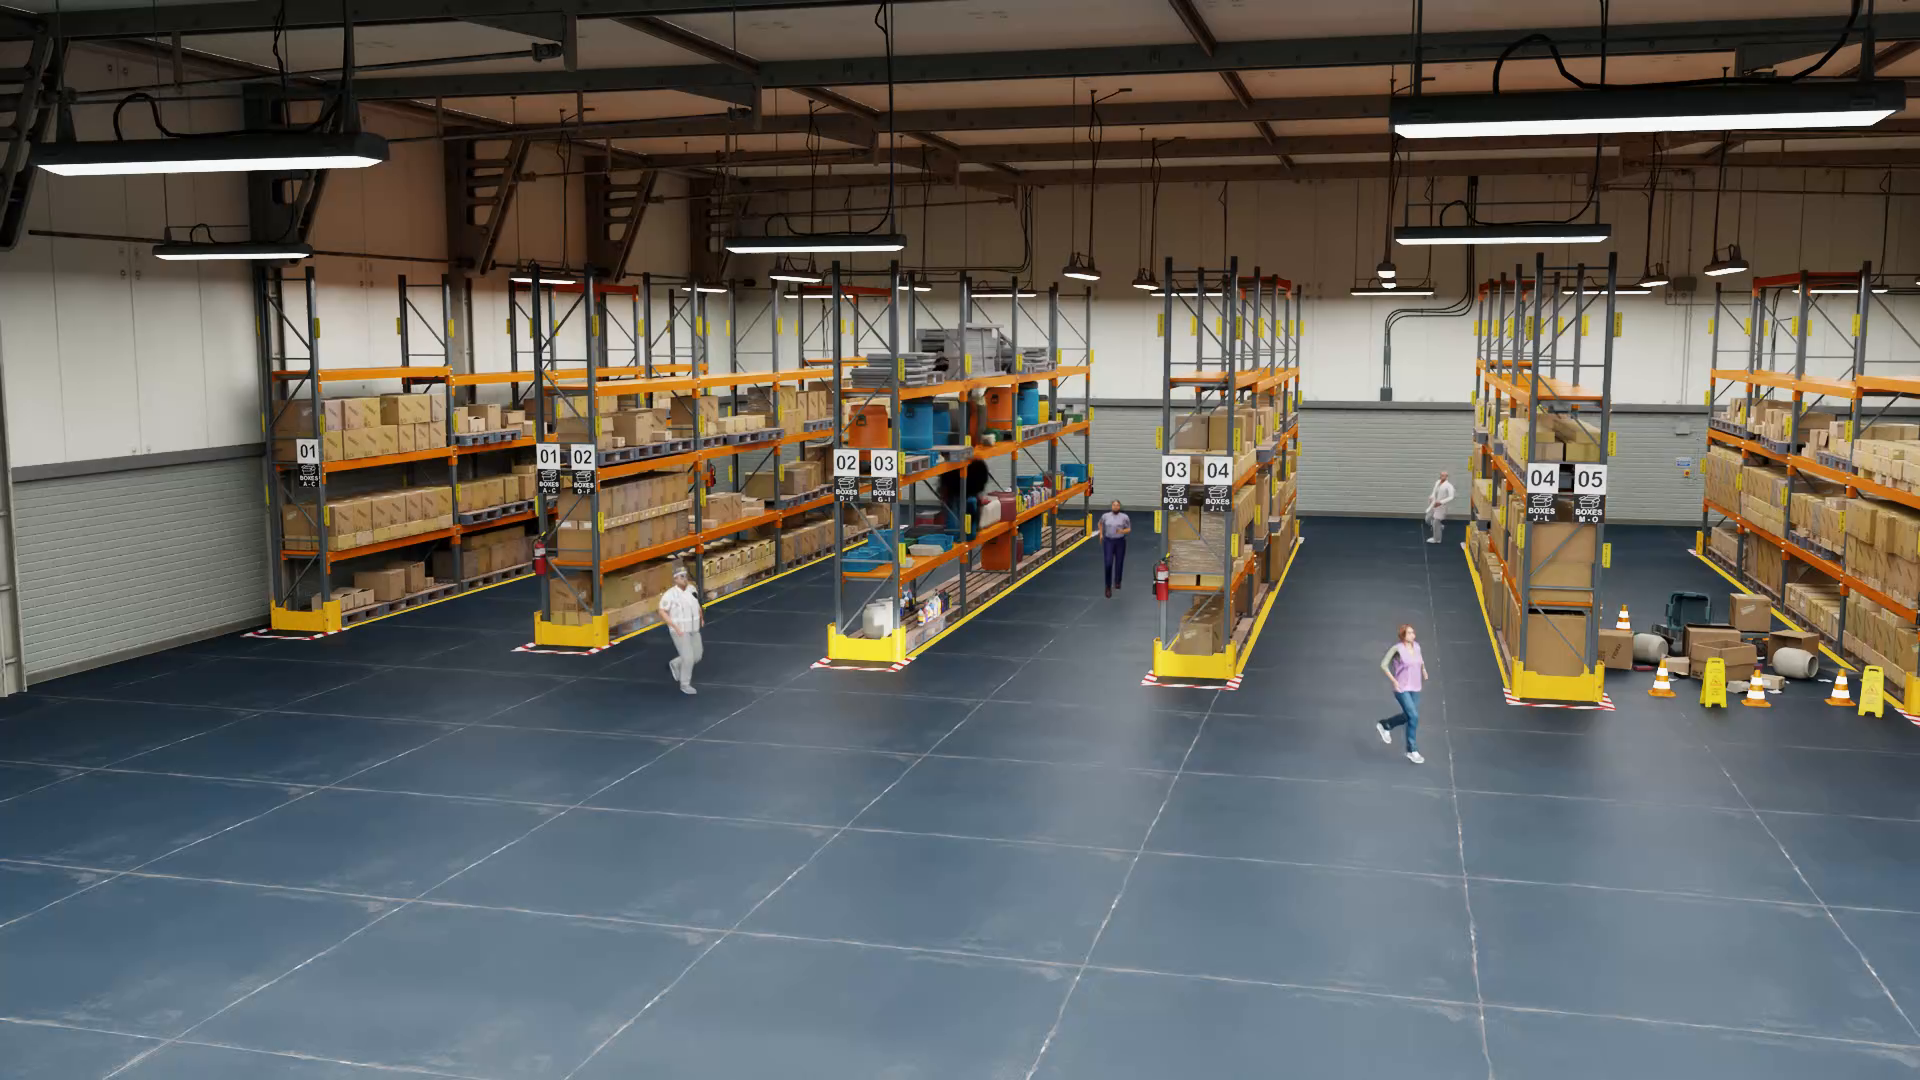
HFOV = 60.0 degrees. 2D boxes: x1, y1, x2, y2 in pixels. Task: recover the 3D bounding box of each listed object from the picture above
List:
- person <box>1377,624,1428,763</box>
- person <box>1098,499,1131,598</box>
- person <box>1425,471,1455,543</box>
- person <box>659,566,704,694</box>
[{"bbox_3d":[5.200,1.760,19.504,0.532,1.597,0.756,-4,8,-28],"label":"person"},{"bbox_3d":[2.775,0.150,29.855,0.576,1.763,0.698,0,7,2],"label":"person"},{"bbox_3d":[11.237,-0.765,38.842,0.612,1.719,0.763,-3,8,-26],"label":"person"},{"bbox_3d":[-3.857,1.230,23.069,0.613,1.758,0.658,7,10,42],"label":"person"}]
